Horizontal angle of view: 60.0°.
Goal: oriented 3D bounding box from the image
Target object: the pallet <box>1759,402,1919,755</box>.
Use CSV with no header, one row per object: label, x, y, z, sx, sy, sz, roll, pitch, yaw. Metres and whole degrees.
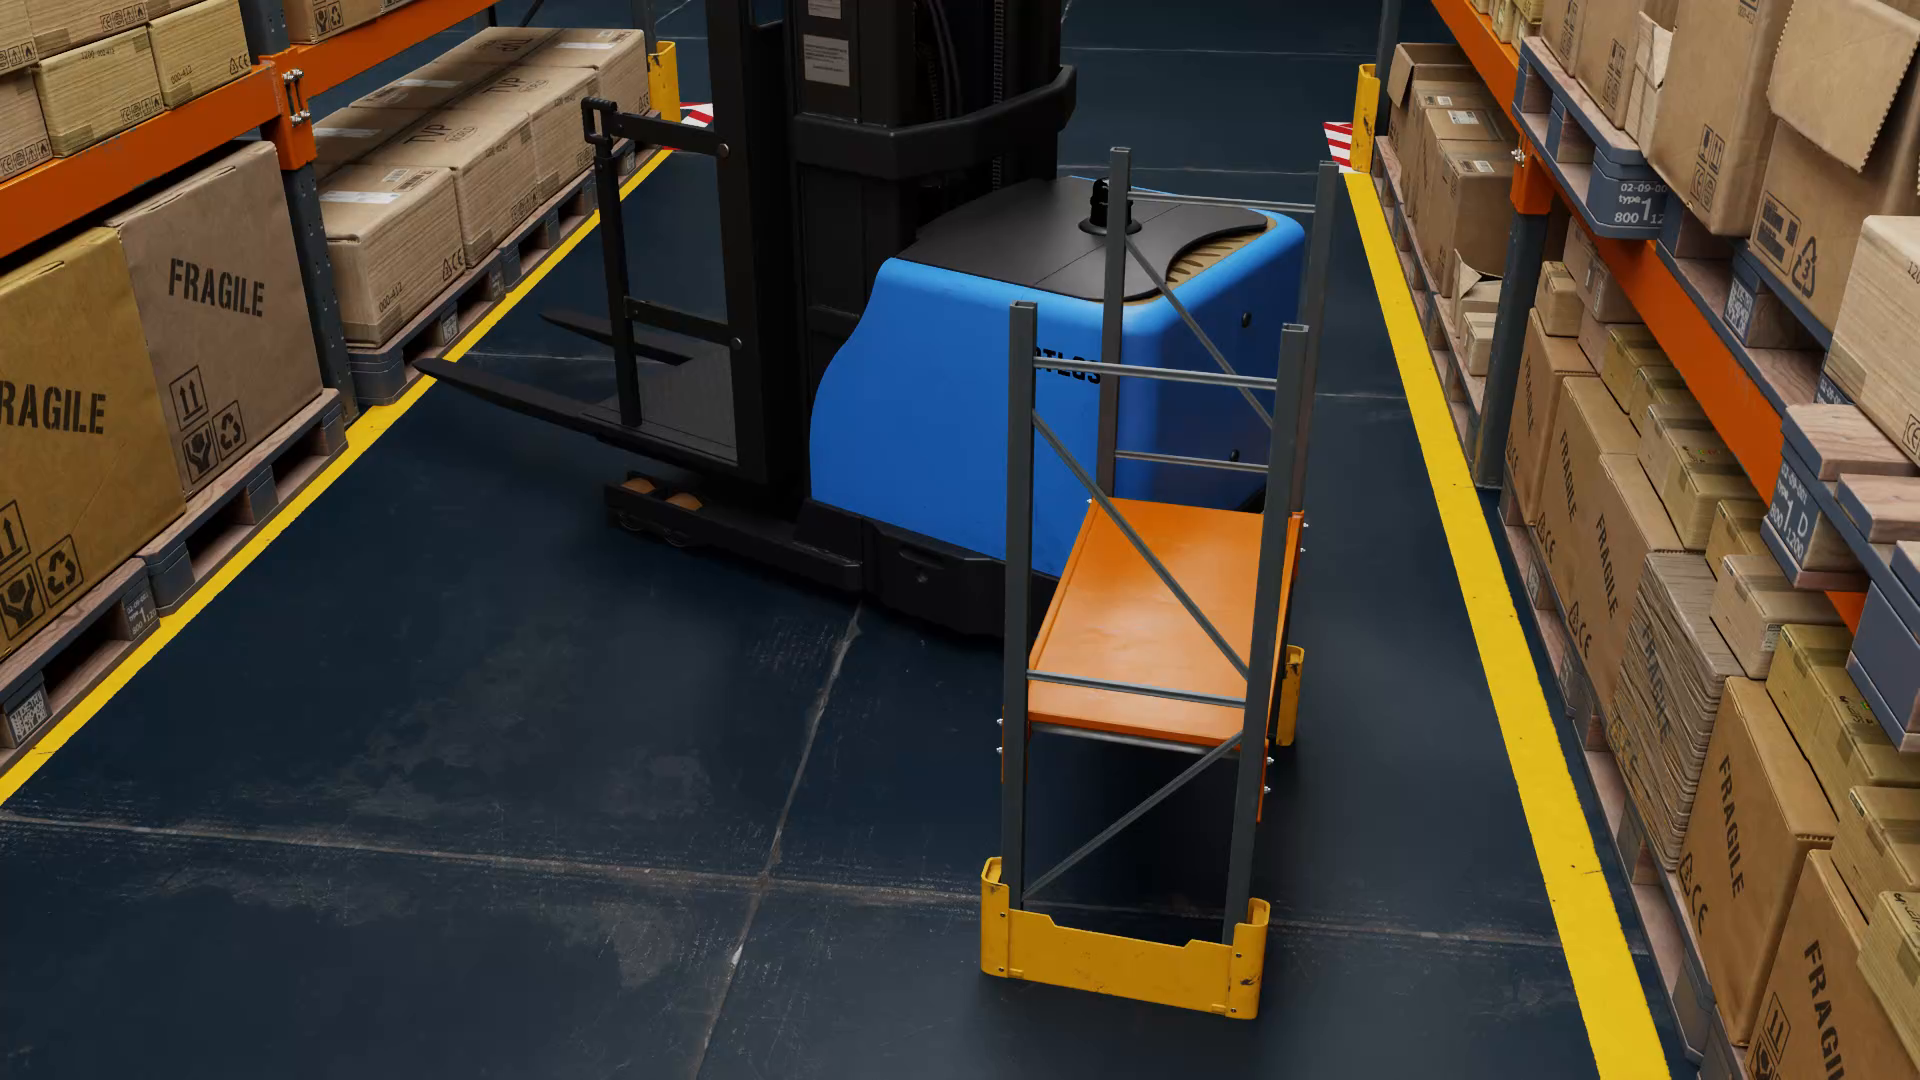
pallet,1.750,0.158,1.996,1.213,0.211,1.003,3,28,6

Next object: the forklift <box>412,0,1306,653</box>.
forklift,-0.521,-1.456,4.863,3.031,2.935,1.130,18,33,29

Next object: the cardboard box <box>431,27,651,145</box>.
cardboard box,-2.191,-2.396,8.794,0.875,0.438,0.875,2,28,4

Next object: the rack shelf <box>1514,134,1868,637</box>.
rack shelf,1.982,-0.228,3.269,1.077,0.370,4.000,3,28,6

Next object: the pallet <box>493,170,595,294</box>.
pallet,-2.382,-1.474,7.764,1.003,0.211,1.213,3,28,6

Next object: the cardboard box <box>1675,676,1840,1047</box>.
cardboard box,1.709,0.619,3.131,0.500,0.500,0.500,5,29,8

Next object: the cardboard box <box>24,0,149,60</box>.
cardboard box,-2.566,-1.470,4.446,0.500,0.250,0.500,4,29,7

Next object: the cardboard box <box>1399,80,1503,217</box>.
cardboard box,2.405,-1.771,7.567,0.700,0.500,0.500,4,29,8

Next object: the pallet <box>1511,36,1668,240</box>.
pallet,2.021,-1.032,4.205,1.003,0.211,1.213,3,28,6

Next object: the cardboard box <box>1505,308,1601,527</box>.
cardboard box,1.945,-0.356,4.941,0.500,0.500,0.500,5,29,8

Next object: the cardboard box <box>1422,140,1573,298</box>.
cardboard box,2.278,-1.282,6.660,0.700,0.500,0.500,2,28,4

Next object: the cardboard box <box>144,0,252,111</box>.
cardboard box,-2.504,-1.481,4.995,0.500,0.250,0.500,3,28,5

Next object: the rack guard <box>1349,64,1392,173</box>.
rack guard,2.708,-2.233,8.867,1.175,0.500,0.348,3,28,6

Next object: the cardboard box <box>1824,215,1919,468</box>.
cardboard box,1.545,-0.238,2.244,0.500,0.250,0.500,2,28,4

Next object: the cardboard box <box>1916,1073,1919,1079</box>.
cardboard box,1.576,1.101,2.237,0.500,0.500,0.500,4,29,8

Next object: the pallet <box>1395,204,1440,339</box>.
pallet,2.459,-1.158,7.176,1.003,0.211,1.213,3,28,6

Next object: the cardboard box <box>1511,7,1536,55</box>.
cardboard box,2.026,-1.664,5.441,0.380,0.149,0.250,4,29,8

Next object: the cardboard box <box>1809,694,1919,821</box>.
cardboard box,1.702,0.406,2.842,0.380,0.149,0.250,4,29,8

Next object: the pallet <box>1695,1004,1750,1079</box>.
pallet,1.866,1.275,2.661,1.003,0.211,1.213,3,28,6

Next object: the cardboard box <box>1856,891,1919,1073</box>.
cardboard box,1.549,0.649,2.391,0.380,0.149,0.250,2,28,4

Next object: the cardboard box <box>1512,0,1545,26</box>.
cardboard box,2.048,-1.805,5.282,0.500,0.250,0.500,4,29,7

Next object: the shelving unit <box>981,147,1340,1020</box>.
shelving unit,0.457,0.046,3.583,0.587,1.500,1.083,7,29,12

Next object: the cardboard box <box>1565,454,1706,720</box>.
cardboard box,1.824,0.130,4.039,0.500,0.500,0.500,3,28,5

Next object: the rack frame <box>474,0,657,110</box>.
rack frame,-2.209,-3.656,8.873,1.000,3.000,0.127,3,28,6

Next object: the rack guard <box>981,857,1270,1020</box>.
rack guard,0.335,0.826,3.454,0.587,0.250,0.087,7,29,12

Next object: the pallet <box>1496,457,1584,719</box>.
pallet,2.165,0.127,4.793,1.003,0.211,1.213,3,28,6

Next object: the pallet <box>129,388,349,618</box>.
pallet,-2.719,-0.178,5.357,1.003,0.211,1.213,3,28,6

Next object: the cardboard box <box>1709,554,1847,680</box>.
cardboard box,1.737,0.157,3.305,0.380,0.149,0.250,2,28,4

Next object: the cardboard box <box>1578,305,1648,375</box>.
cardboard box,1.962,-0.568,4.650,0.380,0.149,0.250,3,28,5

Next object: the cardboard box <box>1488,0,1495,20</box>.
cardboard box,2.093,-1.910,5.897,0.380,0.149,0.250,4,29,8

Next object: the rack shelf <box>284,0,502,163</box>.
rack shelf,-2.454,-2.398,7.296,1.077,0.370,4.000,3,28,6

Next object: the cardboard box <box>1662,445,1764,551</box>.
cardboard box,1.821,-0.084,3.753,0.380,0.149,0.250,4,29,8

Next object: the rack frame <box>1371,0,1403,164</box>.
rack frame,2.717,-3.369,8.341,1.000,3.000,0.127,3,28,6

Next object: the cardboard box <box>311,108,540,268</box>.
cardboard box,-2.407,-1.540,7.205,0.875,0.438,0.875,3,28,5

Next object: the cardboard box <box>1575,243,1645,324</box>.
cardboard box,1.935,-0.709,4.598,0.380,0.149,0.250,2,28,4

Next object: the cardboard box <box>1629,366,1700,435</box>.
cardboard box,1.922,-0.317,4.184,0.380,0.149,0.250,3,28,5

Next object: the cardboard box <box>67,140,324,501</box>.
cardboard box,-2.696,-0.726,5.232,0.875,0.875,0.875,4,29,8

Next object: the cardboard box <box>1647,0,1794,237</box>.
cardboard box,1.786,-0.887,3.186,0.700,0.500,0.500,3,28,6

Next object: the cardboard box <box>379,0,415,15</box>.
cardboard box,-2.316,-2.259,6.175,0.500,0.500,0.500,4,29,7

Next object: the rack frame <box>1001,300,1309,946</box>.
rack frame,0.330,0.284,3.141,0.500,1.500,0.032,7,29,12

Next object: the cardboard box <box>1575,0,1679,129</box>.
cardboard box,1.882,-1.257,3.872,0.700,0.500,0.500,4,29,7

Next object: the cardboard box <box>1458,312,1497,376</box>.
cardboard box,2.004,-0.695,5.941,0.380,0.149,0.250,3,28,5

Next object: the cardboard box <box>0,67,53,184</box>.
cardboard box,-2.649,-1.005,4.111,0.500,0.250,0.500,3,28,5
